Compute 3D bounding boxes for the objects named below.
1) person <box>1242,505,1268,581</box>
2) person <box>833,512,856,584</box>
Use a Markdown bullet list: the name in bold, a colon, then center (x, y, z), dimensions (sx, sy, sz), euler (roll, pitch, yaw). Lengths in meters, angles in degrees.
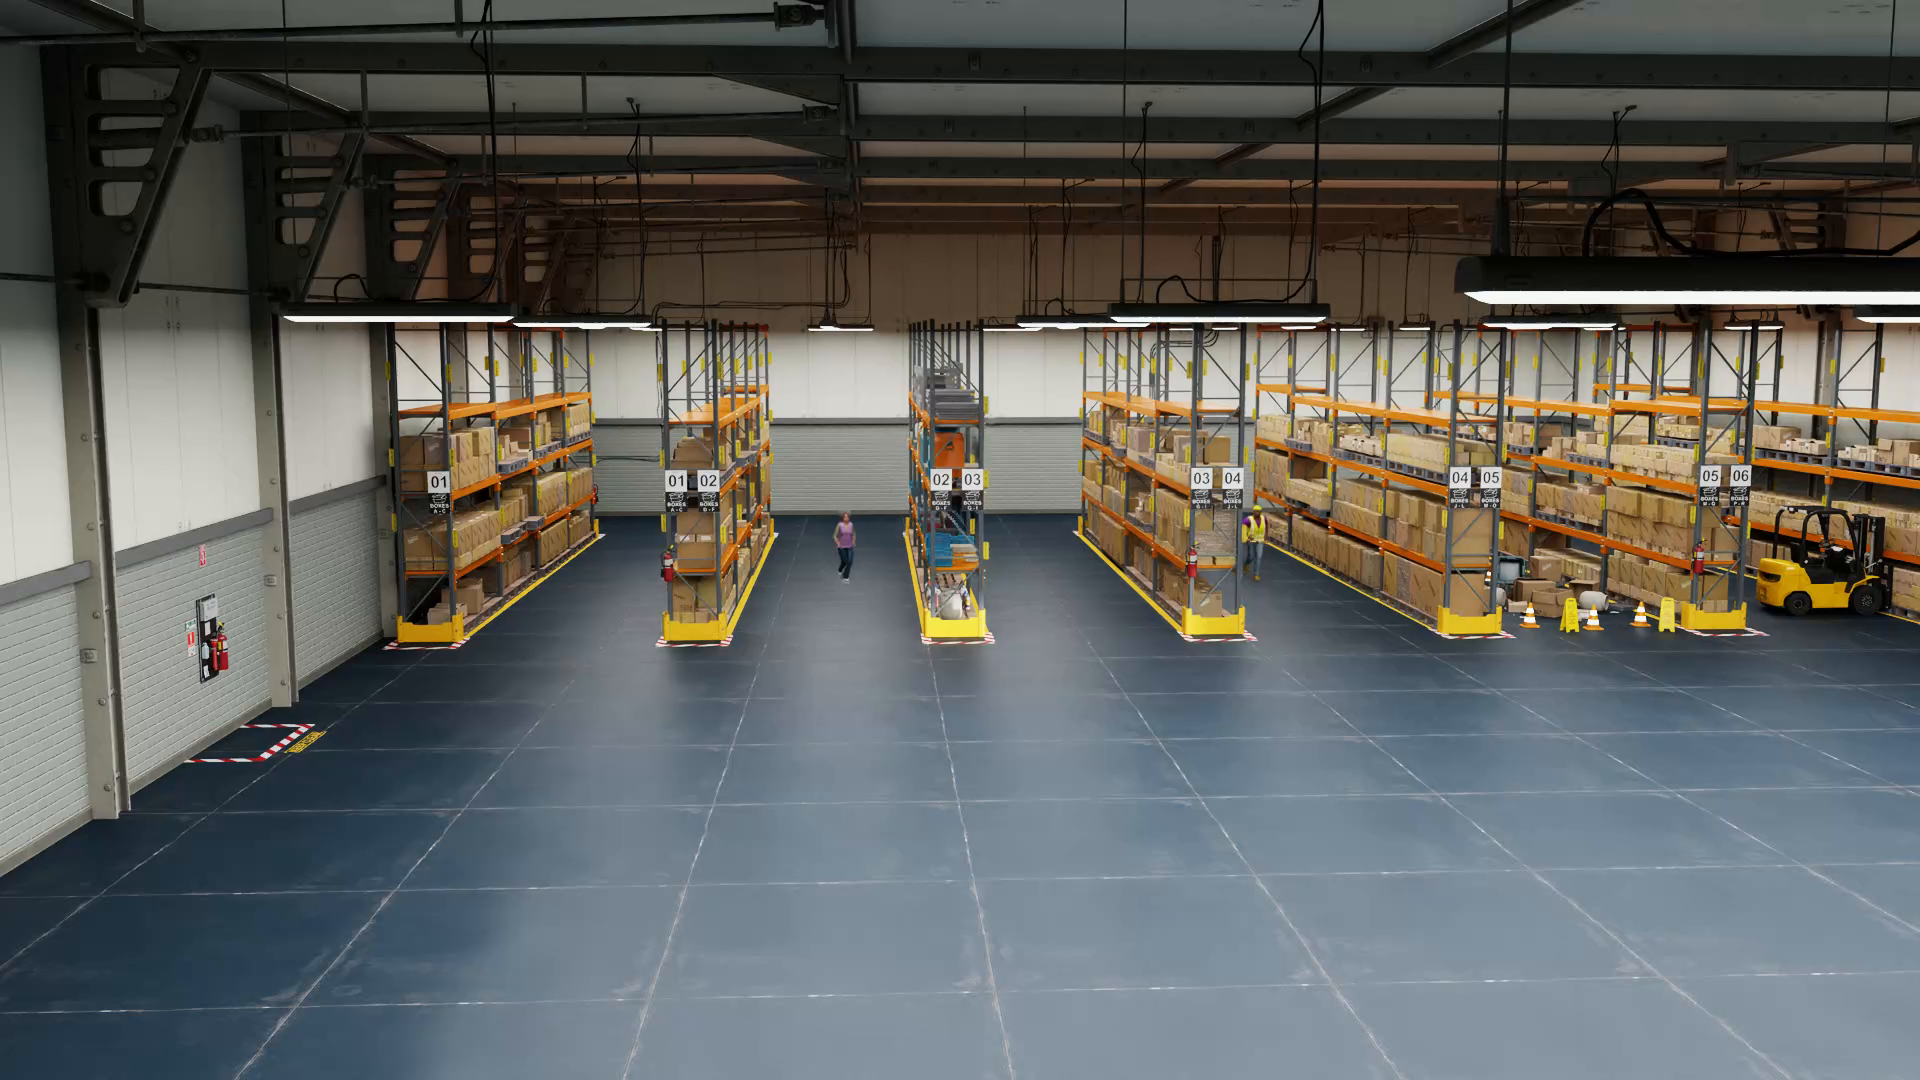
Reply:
- **person**: center (6.915, 0.043, 39.032), dimensions (0.725, 1.755, 0.965), euler (-1, 7, -9)
- **person**: center (-2.524, 0.163, 36.522), dimensions (0.522, 1.558, 0.521), euler (-3, 7, -20)
